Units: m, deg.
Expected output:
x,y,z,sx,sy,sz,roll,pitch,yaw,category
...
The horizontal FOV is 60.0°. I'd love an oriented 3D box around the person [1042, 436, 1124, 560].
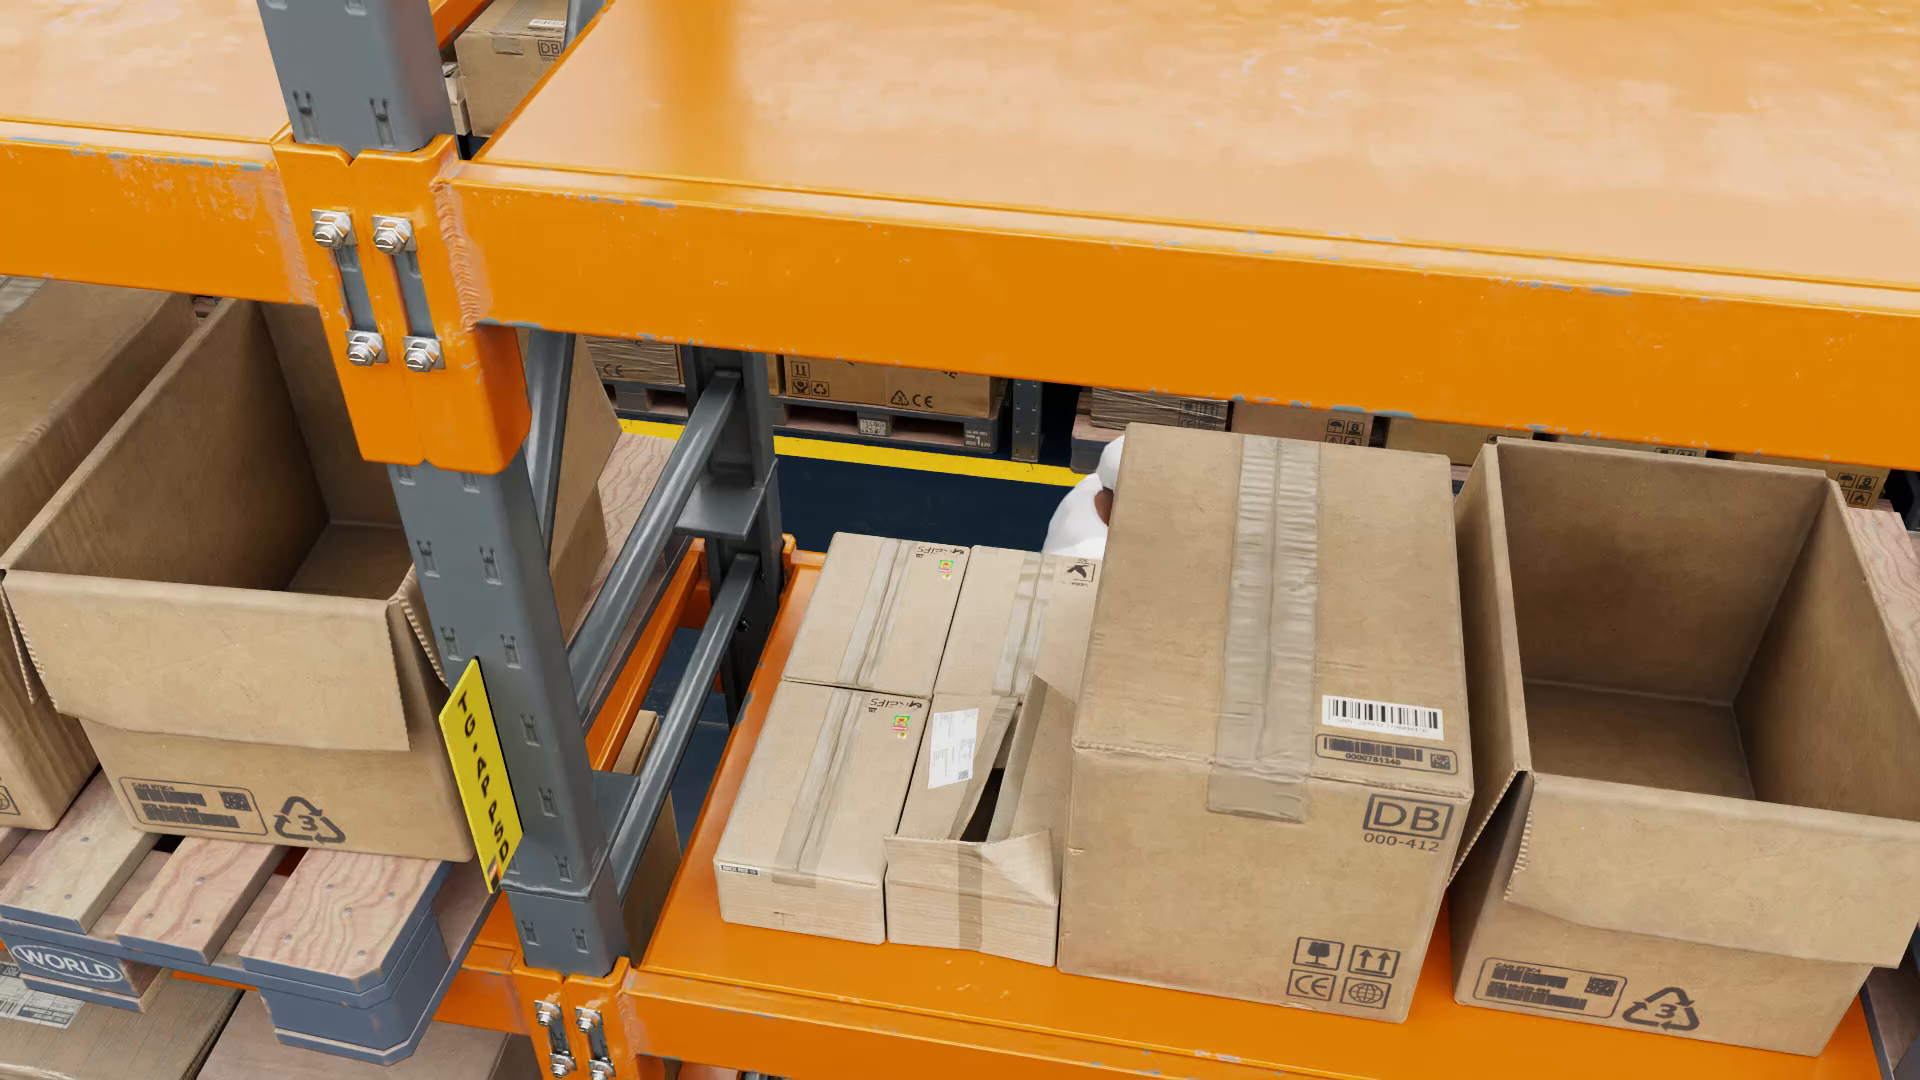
x,y,z,sx,sy,sz,roll,pitch,yaw,category
0.475,0.379,5.701,0.449,1.773,0.605,5,40,6,person
